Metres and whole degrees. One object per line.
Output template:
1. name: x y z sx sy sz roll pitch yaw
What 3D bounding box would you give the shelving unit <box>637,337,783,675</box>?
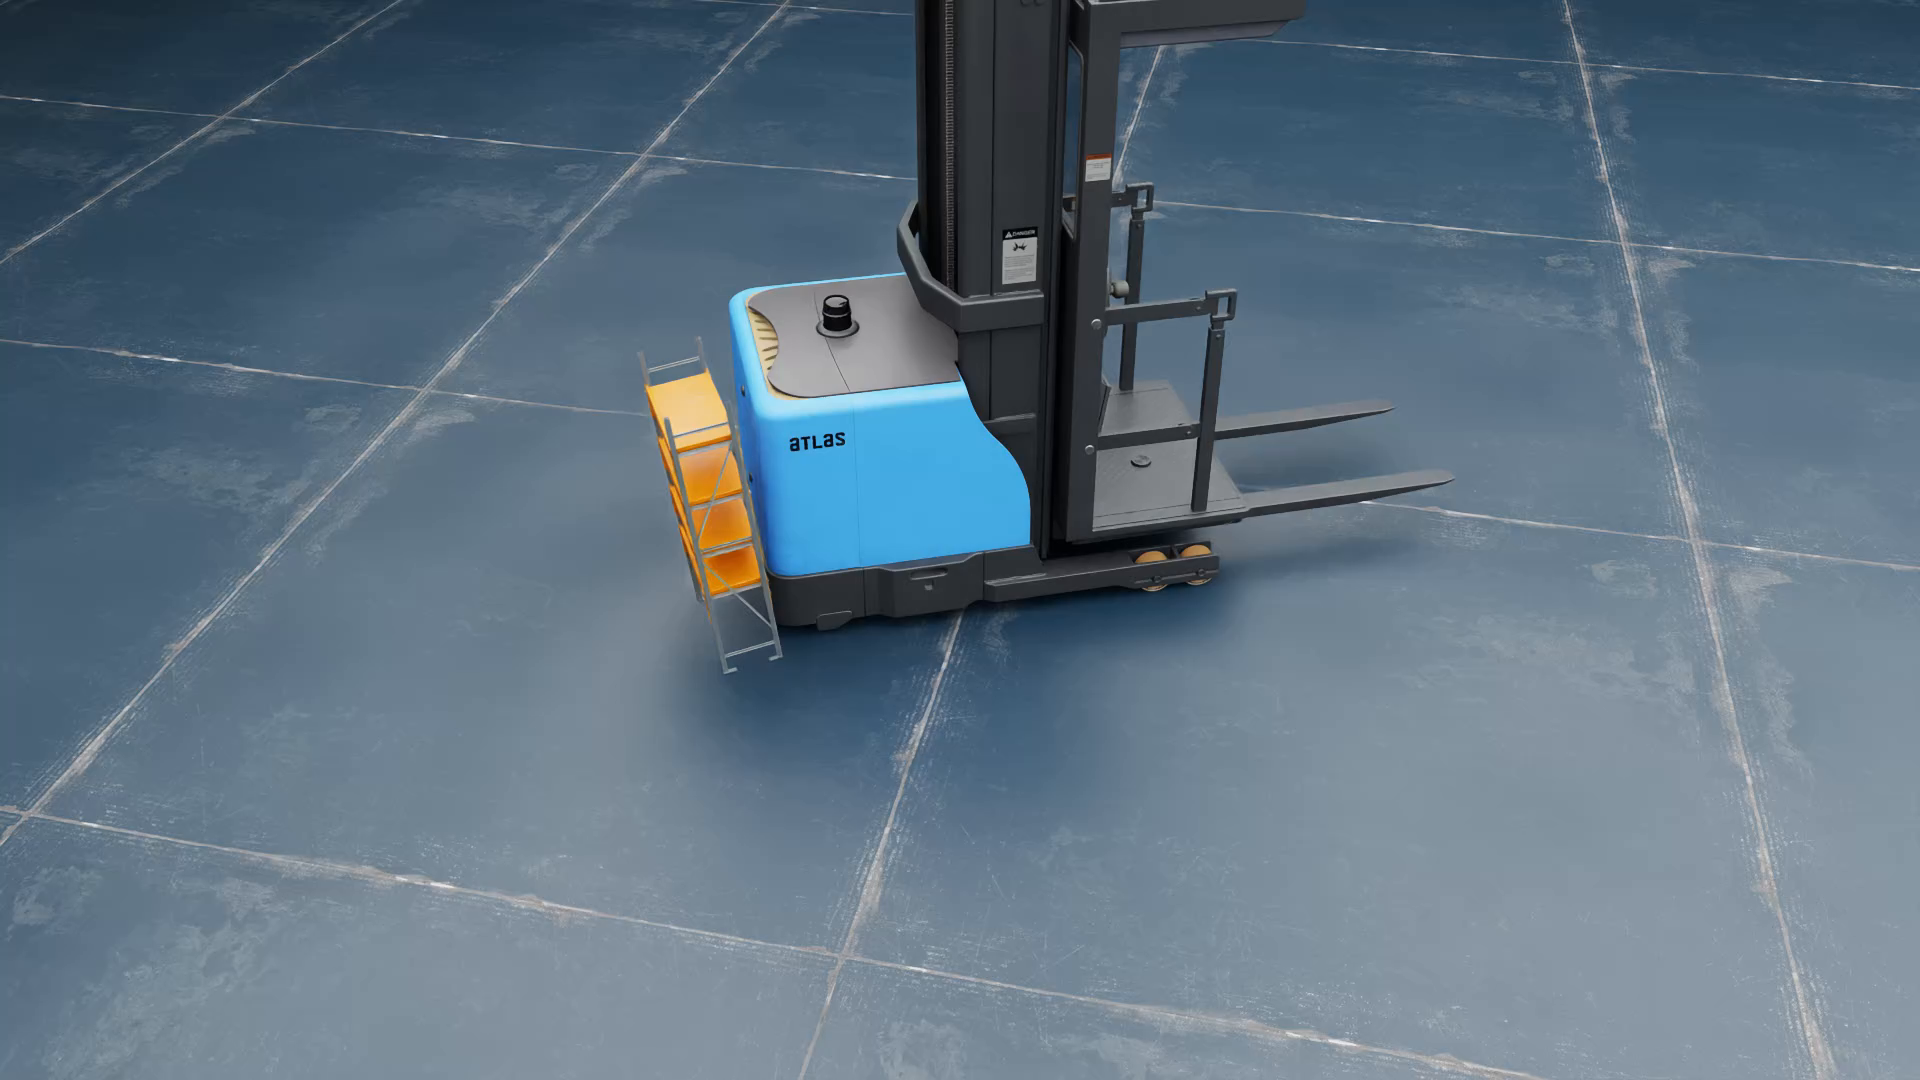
1. shelving unit: -0.949 -0.116 6.370 0.258 1.200 0.503 -16 39 -12

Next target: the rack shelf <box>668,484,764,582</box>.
1. rack shelf: -0.943 -0.063 6.411 0.258 0.148 0.480 -16 39 -12

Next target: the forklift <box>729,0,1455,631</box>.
1. forklift: 0.609 -1.268 6.502 3.031 2.935 1.130 -8 37 -10

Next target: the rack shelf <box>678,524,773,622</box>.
1. rack shelf: -0.925 0.093 6.532 0.258 0.148 0.480 -16 39 -12

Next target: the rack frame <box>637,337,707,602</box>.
1. rack frame: -1.030 -0.251 6.556 0.240 1.200 0.015 -16 39 -12

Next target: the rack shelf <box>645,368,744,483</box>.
1. rack shelf: -0.984 -0.426 6.131 0.258 0.148 0.480 -16 39 -12

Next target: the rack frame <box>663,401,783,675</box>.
1. rack frame: -0.868 0.018 6.183 0.240 1.200 0.015 -16 39 -12

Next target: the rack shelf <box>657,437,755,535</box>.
1. rack shelf: -0.963 -0.240 6.275 0.258 0.148 0.480 -16 39 -12
